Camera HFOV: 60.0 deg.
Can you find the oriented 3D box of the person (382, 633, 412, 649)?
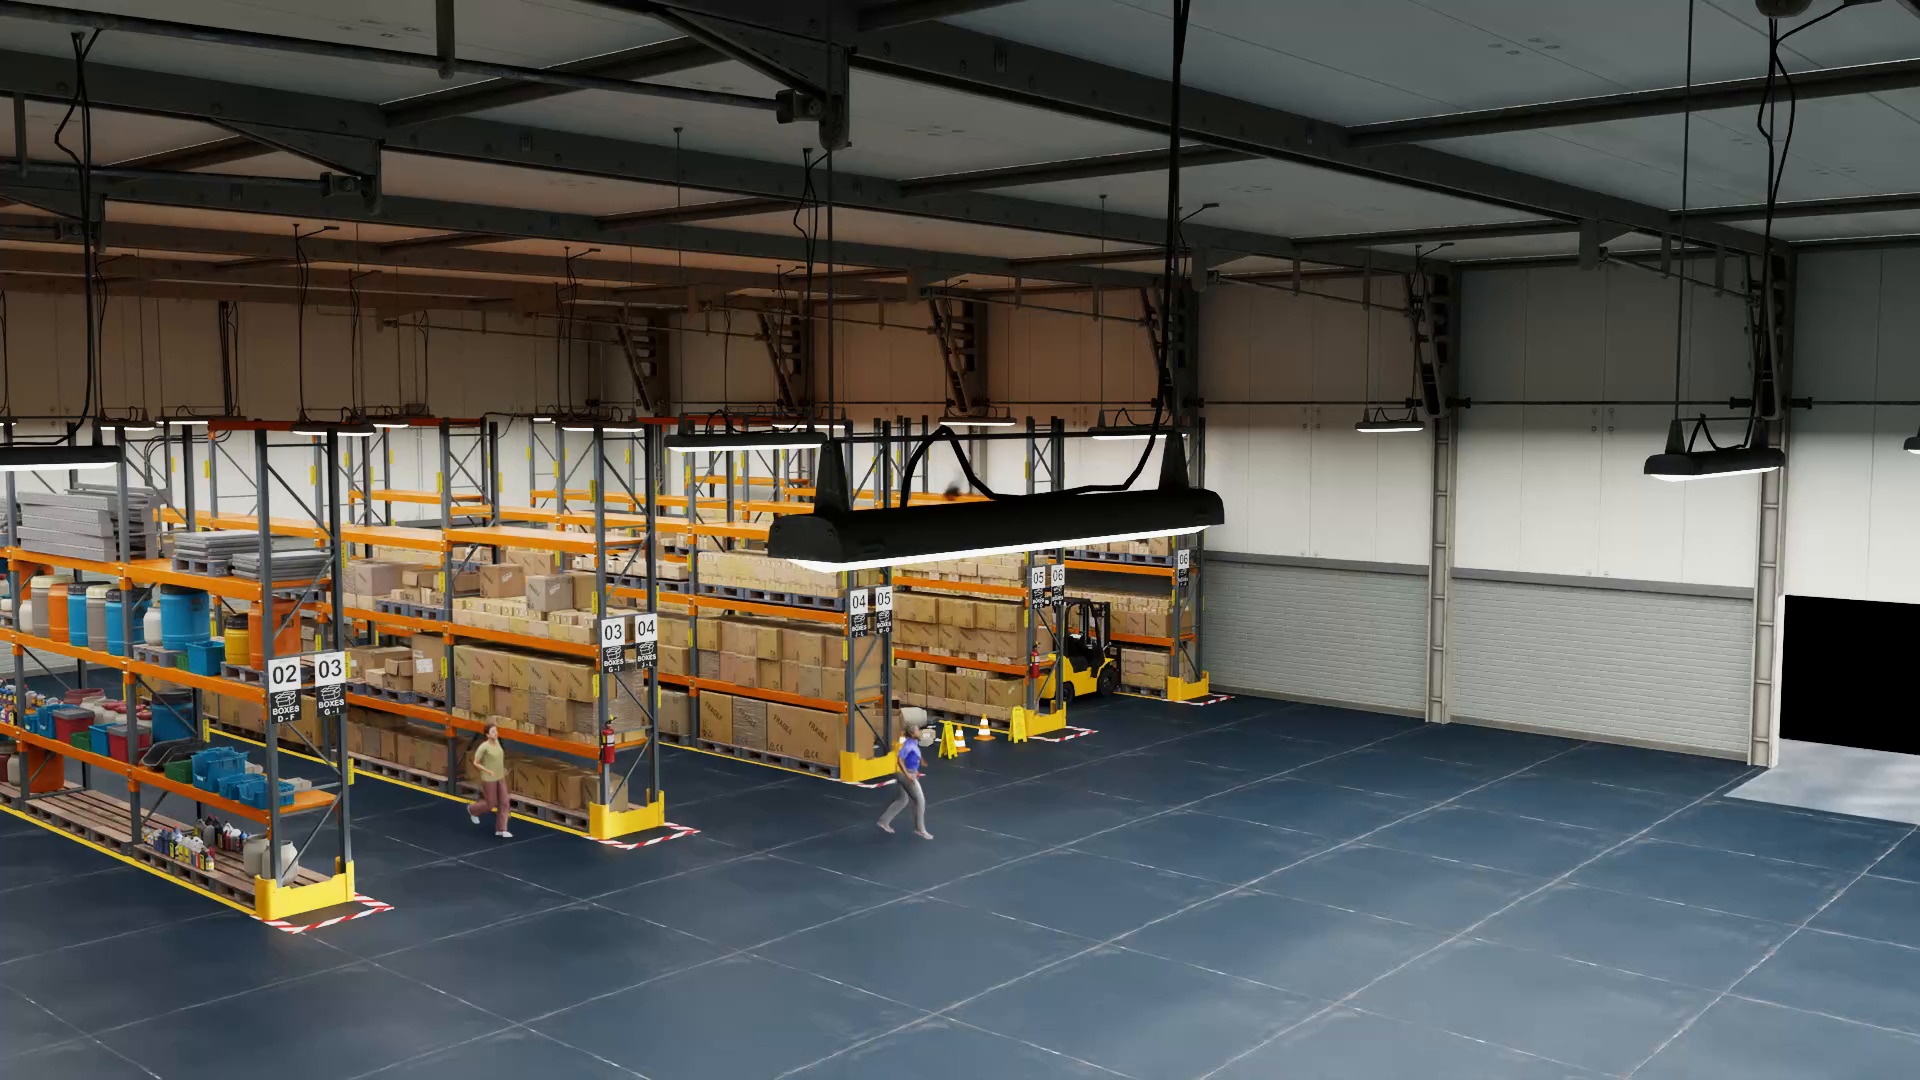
[{"bbox_3d":[-13.688,2.128,40.400,0.725,1.824,0.953,4,6,40],"label":"person"}]

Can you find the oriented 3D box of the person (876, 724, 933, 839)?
[{"bbox_3d":[-0.800,3.499,24.135,0.797,1.692,0.576,-1,5,-11],"label":"person"}]

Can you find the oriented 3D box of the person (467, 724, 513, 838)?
[{"bbox_3d":[-6.856,3.499,24.298,0.843,1.653,0.580,3,6,31],"label":"person"}]

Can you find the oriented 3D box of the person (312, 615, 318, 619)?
[{"bbox_3d":[-14.377,2.470,37.010,0.649,1.623,0.679,-2,5,-25],"label":"person"}]
